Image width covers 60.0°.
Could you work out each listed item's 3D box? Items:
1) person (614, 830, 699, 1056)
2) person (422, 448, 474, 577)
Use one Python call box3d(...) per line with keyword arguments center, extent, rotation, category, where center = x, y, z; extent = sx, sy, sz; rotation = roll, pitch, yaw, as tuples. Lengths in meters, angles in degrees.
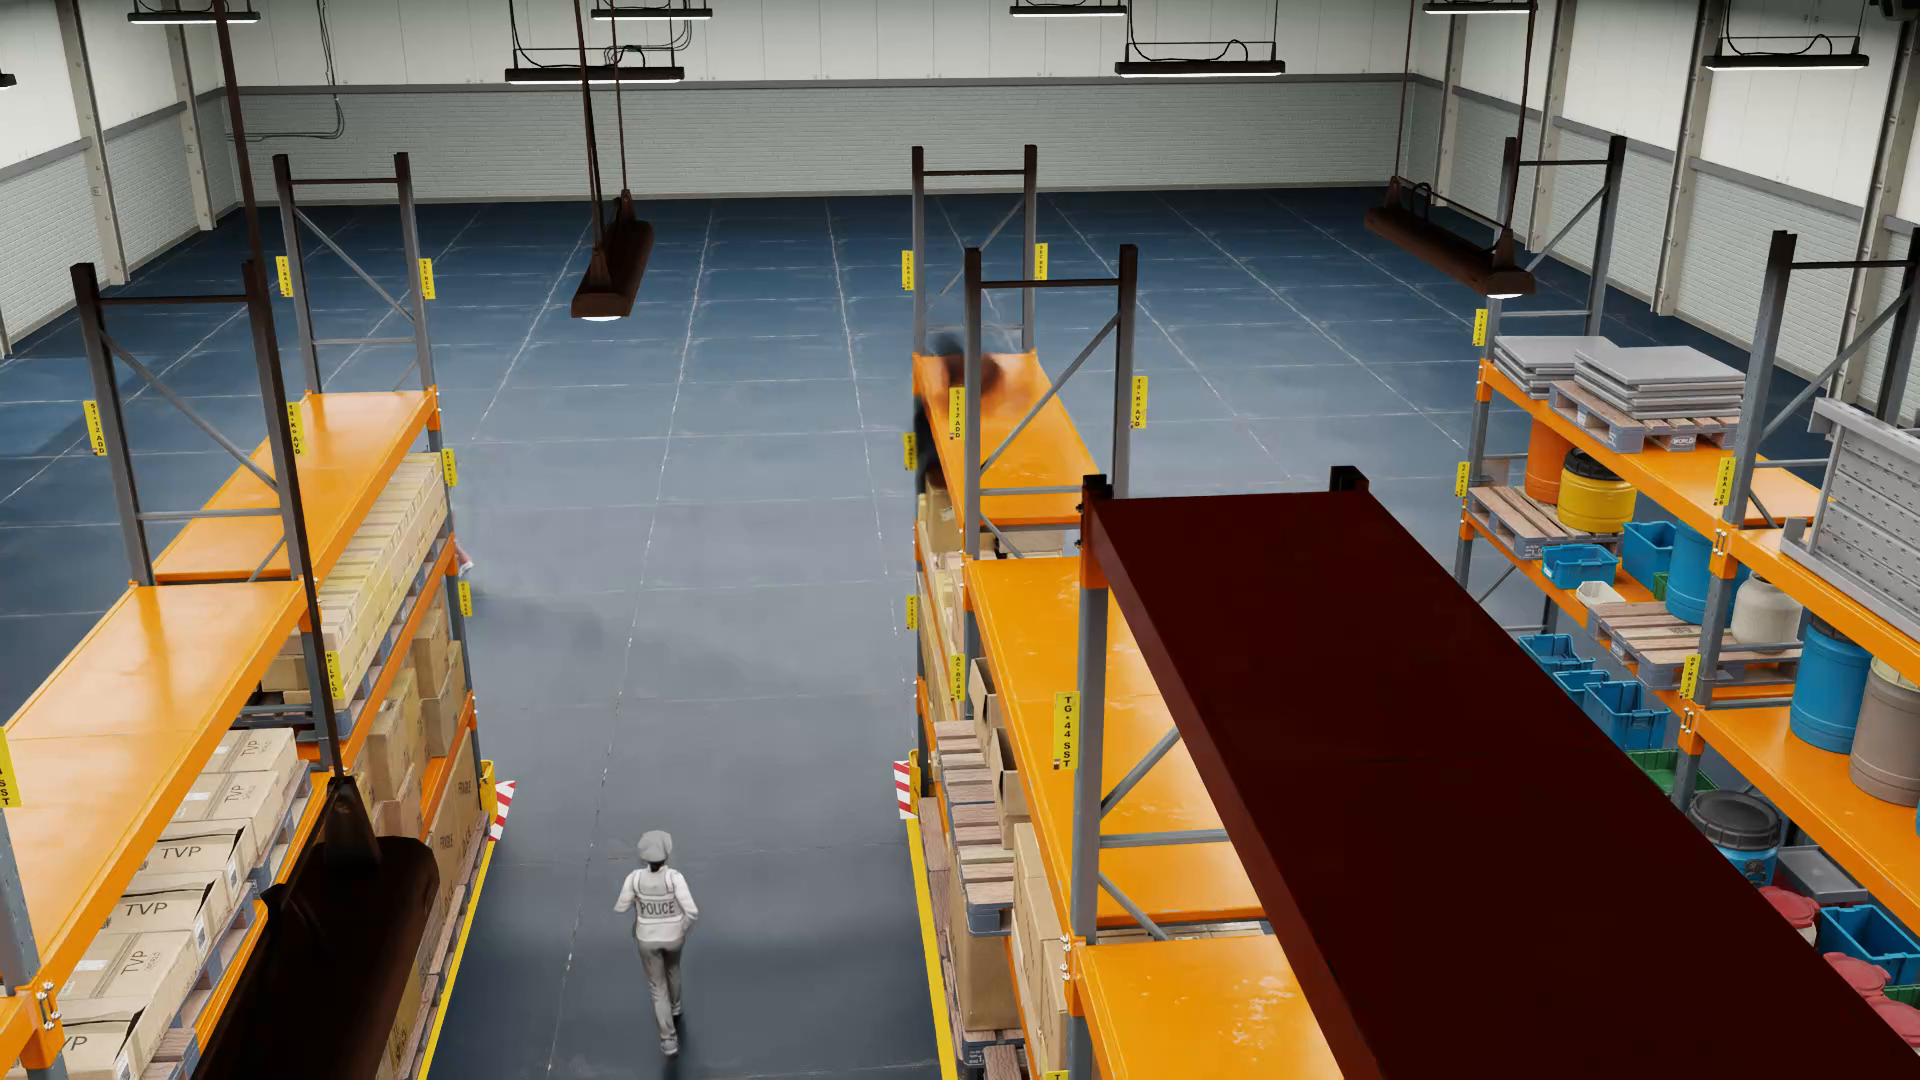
box3d(center=(-2.178, 2.912, 12.009), extent=(0.586, 1.747, 0.789), rotation=(-5, 22, -12), category="person")
box3d(center=(-6.343, -0.304, 20.085), extent=(0.951, 1.668, 0.574), rotation=(9, 23, 22), category="person")
